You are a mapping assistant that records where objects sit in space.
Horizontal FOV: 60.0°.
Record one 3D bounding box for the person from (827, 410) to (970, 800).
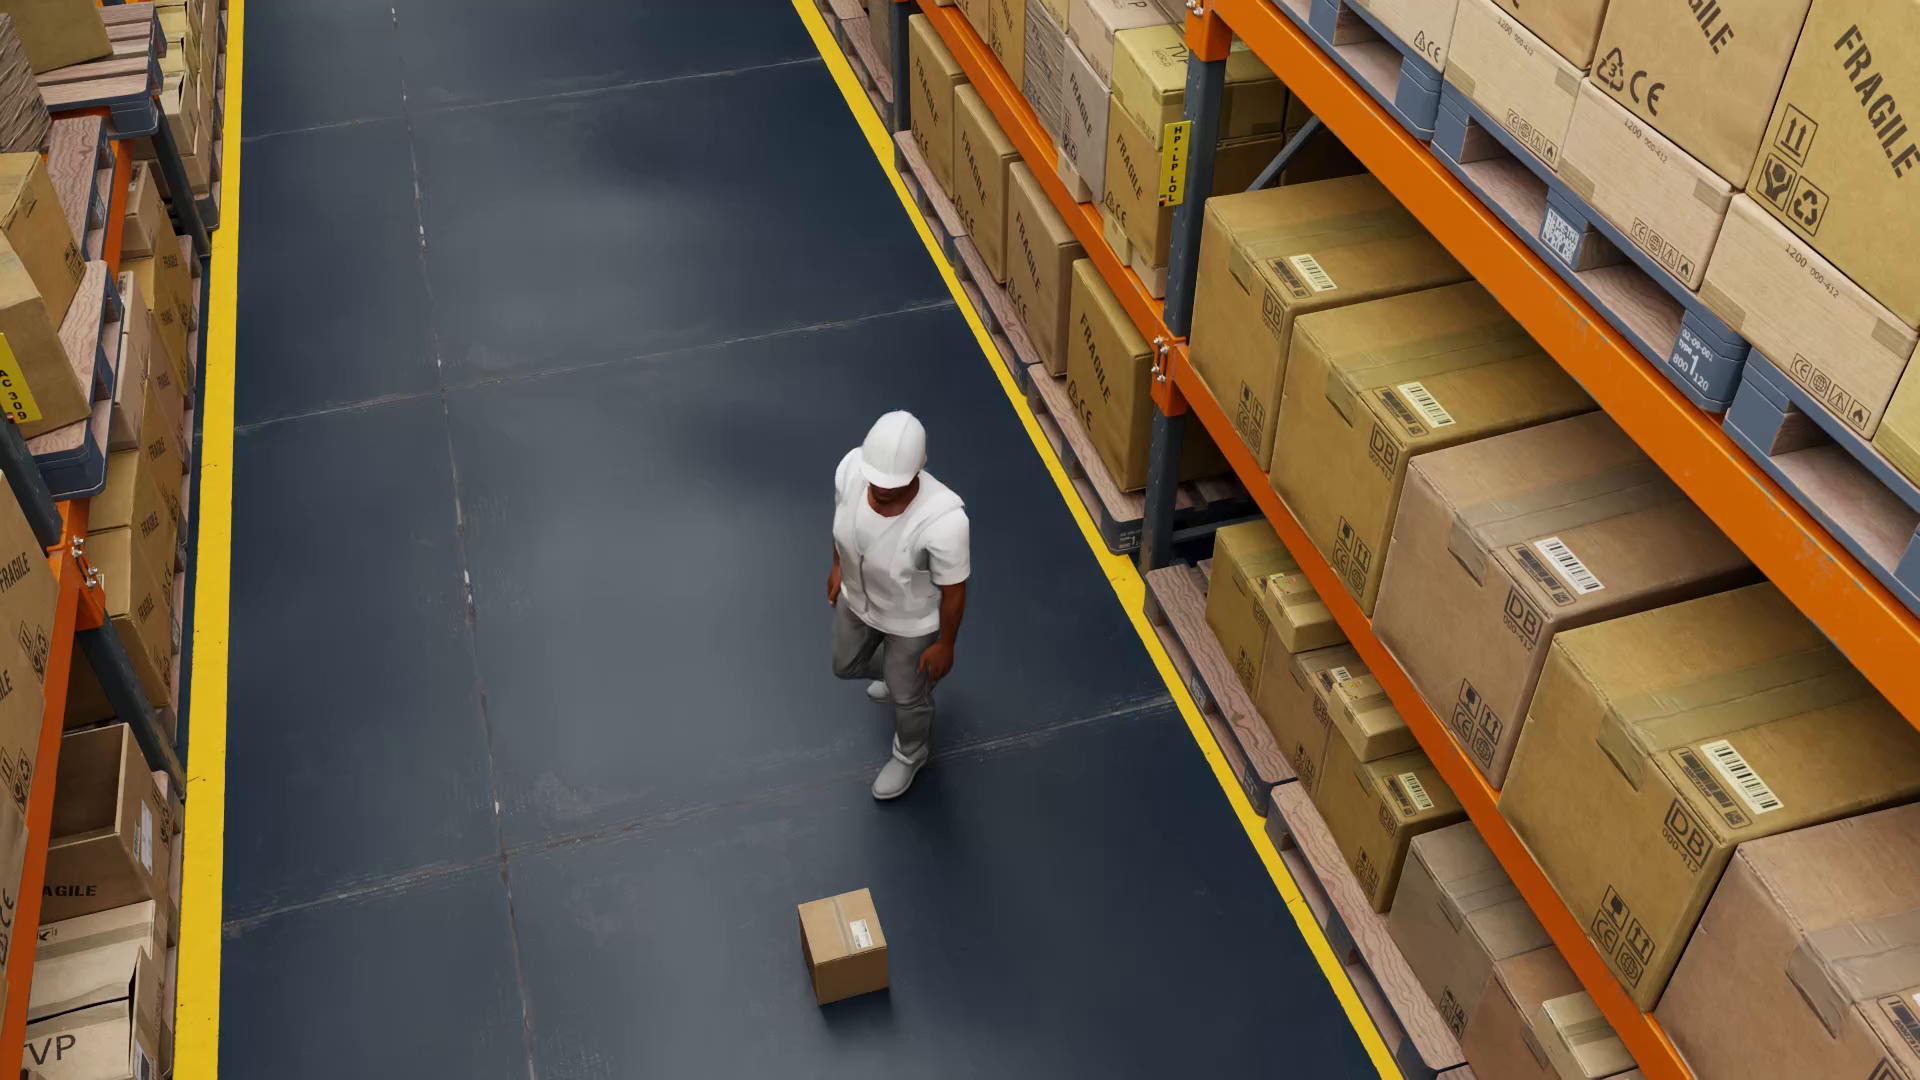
[{"bbox_3d":[-0.186,0.191,5.917,0.613,1.766,0.553,30,50,29],"label":"person"}]
